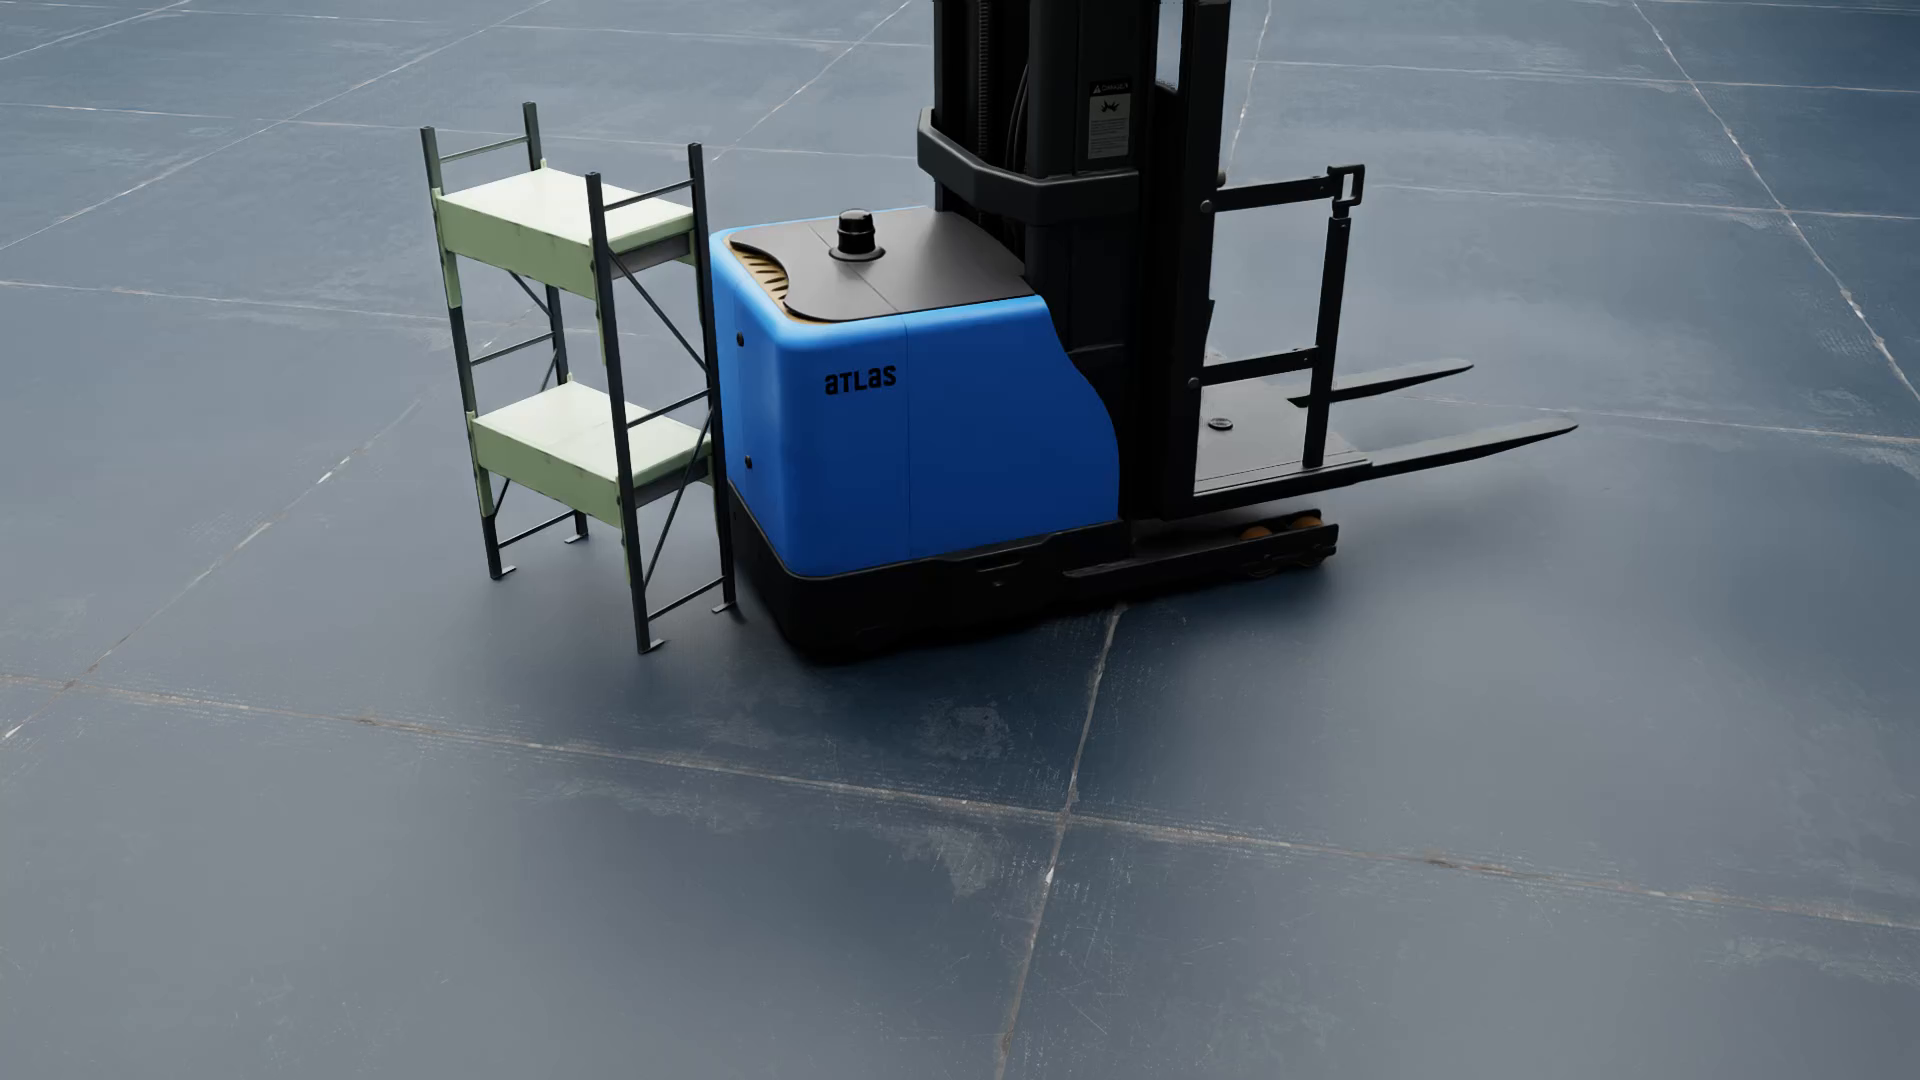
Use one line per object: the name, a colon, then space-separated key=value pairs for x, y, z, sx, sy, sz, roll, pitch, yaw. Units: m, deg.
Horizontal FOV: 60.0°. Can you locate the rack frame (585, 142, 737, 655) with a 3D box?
rack frame: x=-0.857 y=-0.383 z=4.887 sx=0.023 sy=1.500 sz=0.400 roll=21 pitch=35 yaw=34

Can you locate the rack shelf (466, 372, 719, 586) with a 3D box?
rack shelf: x=-1.141 y=-0.207 z=5.246 sx=0.720 sy=0.370 sz=0.431 roll=21 pitch=35 yaw=34

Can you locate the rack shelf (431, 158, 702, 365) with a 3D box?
rack shelf: x=-1.142 y=-0.836 z=4.902 sx=0.720 sy=0.370 sz=0.431 roll=21 pitch=35 yaw=34

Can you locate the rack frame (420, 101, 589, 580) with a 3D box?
rack frame: x=-1.426 y=-0.604 z=5.291 sx=0.023 sy=1.500 sz=0.400 roll=21 pitch=35 yaw=34

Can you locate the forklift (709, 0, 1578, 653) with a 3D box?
forklift: x=0.724 y=-1.385 z=5.227 sx=3.031 sy=2.935 sz=1.130 roll=-11 pitch=31 yaw=-19

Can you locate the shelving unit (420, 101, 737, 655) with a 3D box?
shelving unit: x=-1.141 y=-0.493 z=5.089 sx=0.755 sy=1.500 sz=0.431 roll=21 pitch=35 yaw=34
